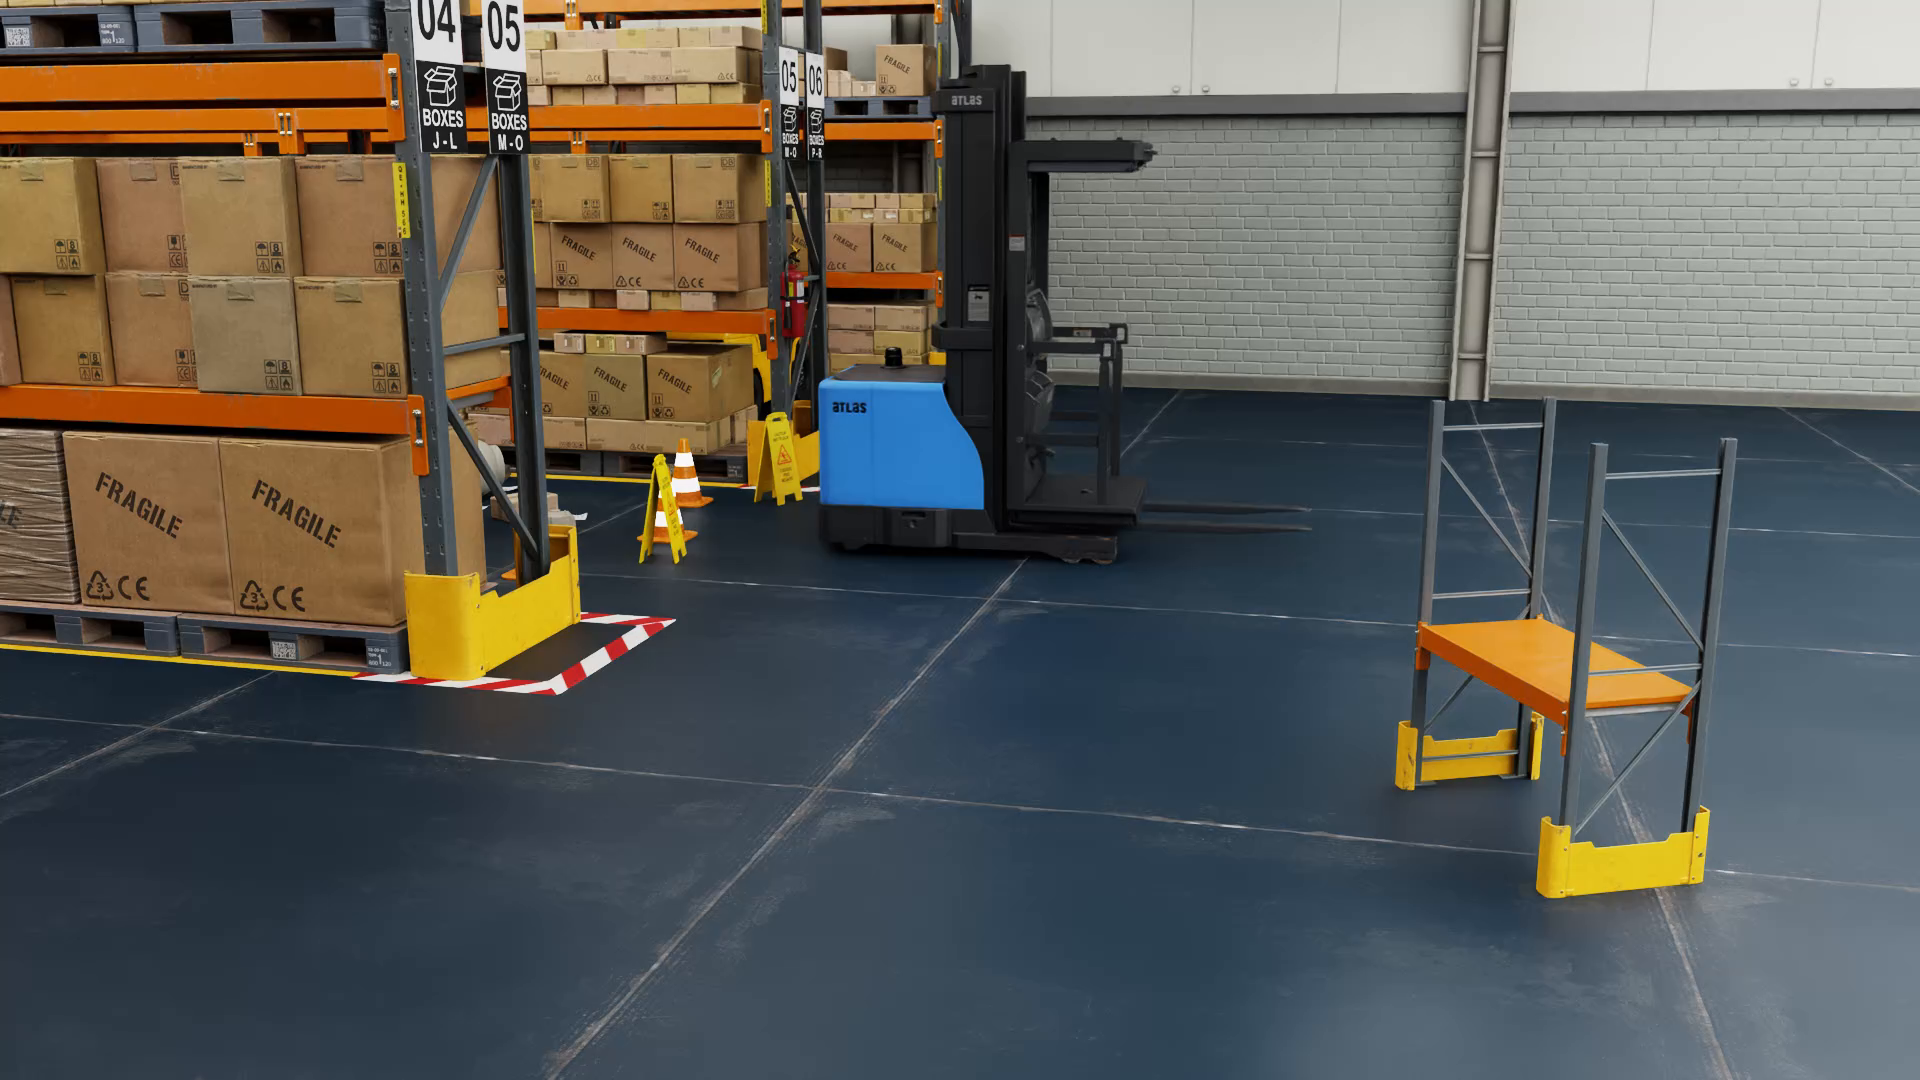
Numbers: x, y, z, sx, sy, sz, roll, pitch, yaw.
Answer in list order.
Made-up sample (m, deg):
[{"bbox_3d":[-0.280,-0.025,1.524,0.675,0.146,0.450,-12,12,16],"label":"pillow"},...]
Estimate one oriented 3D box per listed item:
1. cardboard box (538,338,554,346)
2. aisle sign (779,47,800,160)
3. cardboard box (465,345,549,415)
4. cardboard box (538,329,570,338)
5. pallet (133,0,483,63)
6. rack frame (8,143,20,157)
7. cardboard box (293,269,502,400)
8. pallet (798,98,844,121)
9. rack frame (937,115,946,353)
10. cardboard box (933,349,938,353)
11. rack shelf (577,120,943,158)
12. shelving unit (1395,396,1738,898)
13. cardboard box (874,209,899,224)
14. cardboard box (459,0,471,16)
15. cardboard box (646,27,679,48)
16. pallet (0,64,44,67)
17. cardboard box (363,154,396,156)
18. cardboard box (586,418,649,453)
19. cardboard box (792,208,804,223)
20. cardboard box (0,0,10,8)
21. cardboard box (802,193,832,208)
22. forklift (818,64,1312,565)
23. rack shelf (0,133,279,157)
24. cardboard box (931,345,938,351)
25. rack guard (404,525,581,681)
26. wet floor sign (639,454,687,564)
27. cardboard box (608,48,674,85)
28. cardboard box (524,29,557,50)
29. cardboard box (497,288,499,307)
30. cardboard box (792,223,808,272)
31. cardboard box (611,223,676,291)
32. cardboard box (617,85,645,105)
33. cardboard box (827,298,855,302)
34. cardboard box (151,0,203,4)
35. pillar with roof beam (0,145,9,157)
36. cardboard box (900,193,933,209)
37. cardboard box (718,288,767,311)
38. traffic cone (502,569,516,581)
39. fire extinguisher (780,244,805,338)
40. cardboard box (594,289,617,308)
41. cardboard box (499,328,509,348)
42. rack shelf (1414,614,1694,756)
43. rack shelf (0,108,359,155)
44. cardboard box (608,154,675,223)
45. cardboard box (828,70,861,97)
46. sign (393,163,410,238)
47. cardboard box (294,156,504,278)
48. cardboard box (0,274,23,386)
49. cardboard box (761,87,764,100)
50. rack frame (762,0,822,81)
[{"bbox_3d":[-3.494,-1.391,13.725,0.500,0.500,0.500,4,13,17],"label":"cardboard box"},{"bbox_3d":[-1.248,-3.186,12.167,0.004,0.787,0.394,3,13,14],"label":"aisle sign"},{"bbox_3d":[-3.589,-1.278,13.214,0.500,0.500,0.500,4,13,16],"label":"cardboard box"},{"bbox_3d":[-4.446,-2.303,18.703,0.625,0.625,0.875,4,13,16],"label":"cardboard box"},{"bbox_3d":[-3.049,-2.392,7.871,1.213,0.211,1.003,3,13,14],"label":"pallet"},{"bbox_3d":[-11.704,-3.648,20.251,0.127,3.000,1.000,3,13,14],"label":"rack frame"},{"bbox_3d":[-2.698,-1.018,8.051,0.550,0.550,0.875,3,13,14],"label":"cardboard box"},{"bbox_3d":[-1.921,-4.551,17.602,1.213,0.211,1.003,3,13,14],"label":"pallet"},{"bbox_3d":[-0.053,-3.025,17.444,0.127,3.000,1.000,3,13,14],"label":"rack frame"},{"bbox_3d":[-0.483,-1.954,17.997,0.500,0.250,0.500,3,13,14],"label":"cardboard box"},{"bbox_3d":[-1.995,-4.242,17.665,4.000,0.370,1.077,3,13,14],"label":"rack shelf"},{"bbox_3d":[2.090,0.314,5.855,0.587,1.500,1.083,-3,13,-12],"label":"shelving unit"},{"bbox_3d":[-0.712,-3.357,17.210,0.250,0.149,0.380,3,13,14],"label":"cardboard box"},{"bbox_3d":[-2.583,-2.616,8.053,0.250,0.149,0.380,3,13,14],"label":"cardboard box"},{"bbox_3d":[-2.131,-3.699,12.293,0.250,0.149,0.380,3,13,13],"label":"cardboard box"},{"bbox_3d":[-5.418,-2.519,8.442,1.213,0.211,1.003,3,13,14],"label":"pallet"},{"bbox_3d":[-4.256,-2.771,13.074,0.500,0.500,0.700,3,13,14],"label":"cardboard box"},{"bbox_3d":[-2.589,-0.858,13.053,0.500,0.250,0.500,3,13,14],"label":"cardboard box"},{"bbox_3d":[-1.708,-3.411,17.455,0.250,0.149,0.380,3,13,14],"label":"cardboard box"},{"bbox_3d":[-4.461,-2.569,7.842,0.250,0.149,0.380,3,13,14],"label":"cardboard box"},{"bbox_3d":[-1.462,-3.543,17.363,0.250,0.149,0.380,3,13,15],"label":"cardboard box"},{"bbox_3d":[0.680,-1.404,10.296,3.031,2.935,1.130,2,13,10],"label":"forklift"},{"bbox_3d":[-9.762,-4.657,19.536,4.000,0.370,1.077,3,13,14],"label":"rack shelf"},{"bbox_3d":[-0.460,-2.200,17.949,0.500,0.250,0.500,3,13,15],"label":"cardboard box"},{"bbox_3d":[-2.303,0.287,8.288,0.348,0.500,1.175,3,13,14],"label":"rack guard"},{"bbox_3d":[-1.824,-0.201,10.148,0.232,0.644,0.267,1,13,4],"label":"wet floor sign"},{"bbox_3d":[-2.285,-3.517,12.393,0.500,0.250,0.500,3,13,13],"label":"cardboard box"},{"bbox_3d":[-3.135,-3.740,12.480,0.250,0.149,0.380,3,13,15],"label":"cardboard box"},{"bbox_3d":[-3.653,-1.914,13.015,0.250,0.149,0.380,3,13,14],"label":"cardboard box"},{"bbox_3d":[-1.593,-3.100,17.549,0.500,0.500,0.500,3,13,12],"label":"cardboard box"},{"bbox_3d":[-2.317,-2.172,12.683,0.500,0.500,0.500,3,13,14],"label":"cardboard box"},{"bbox_3d":[-2.381,-3.337,12.503,0.250,0.149,0.380,3,13,14],"label":"cardboard box"},{"bbox_3d":[-1.443,-2.494,18.120,0.500,0.250,0.500,3,13,13],"label":"cardboard box"},{"bbox_3d":[-3.470,-2.516,7.604,0.250,0.149,0.380,3,13,14],"label":"cardboard box"},{"bbox_3d":[-13.195,-5.897,16.538,0.400,9.000,9.100,3,13,14],"label":"pillar with roof beam"},{"bbox_3d":[-0.451,-3.510,17.215,0.250,0.149,0.380,3,13,14],"label":"cardboard box"},{"bbox_3d":[-1.653,-1.833,12.650,0.250,0.149,0.380,4,13,15],"label":"cardboard box"},{"bbox_3d":[-2.502,-0.023,9.768,0.334,0.463,0.336,3,13,14],"label":"traffic cone"},{"bbox_3d":[-1.238,-1.841,12.283,0.183,0.674,0.296,3,13,14],"label":"fire extinguisher"},{"bbox_3d":[-2.642,-1.890,12.909,0.250,0.149,0.380,3,13,14],"label":"cardboard box"},{"bbox_3d":[-3.746,-1.588,13.116,0.250,0.149,0.380,4,13,17],"label":"cardboard box"},{"bbox_3d":[2.092,0.492,5.886,0.538,0.185,1.000,-3,13,-12],"label":"rack shelf"},{"bbox_3d":[-7.064,-3.406,13.895,4.000,0.370,1.077,3,13,14],"label":"rack shelf"},{"bbox_3d":[-2.276,-2.672,12.625,0.500,0.500,0.700,3,13,14],"label":"cardboard box"},{"bbox_3d":[-1.177,-4.670,17.043,0.258,0.266,0.396,3,13,14],"label":"cardboard box"},{"bbox_3d":[-2.470,-1.503,7.361,0.005,0.325,0.100,3,13,14],"label":"sign"},{"bbox_3d":[-2.678,-1.563,8.013,0.550,0.550,0.875,3,13,14],"label":"cardboard box"},{"bbox_3d":[-4.814,-1.123,8.522,0.550,0.550,0.875,3,13,14],"label":"cardboard box"},{"bbox_3d":[-1.483,-3.408,12.826,0.250,0.149,0.380,3,13,14],"label":"cardboard box"},{"bbox_3d":[-1.239,-4.910,12.089,0.127,3.000,1.000,3,13,14],"label":"rack frame"}]
